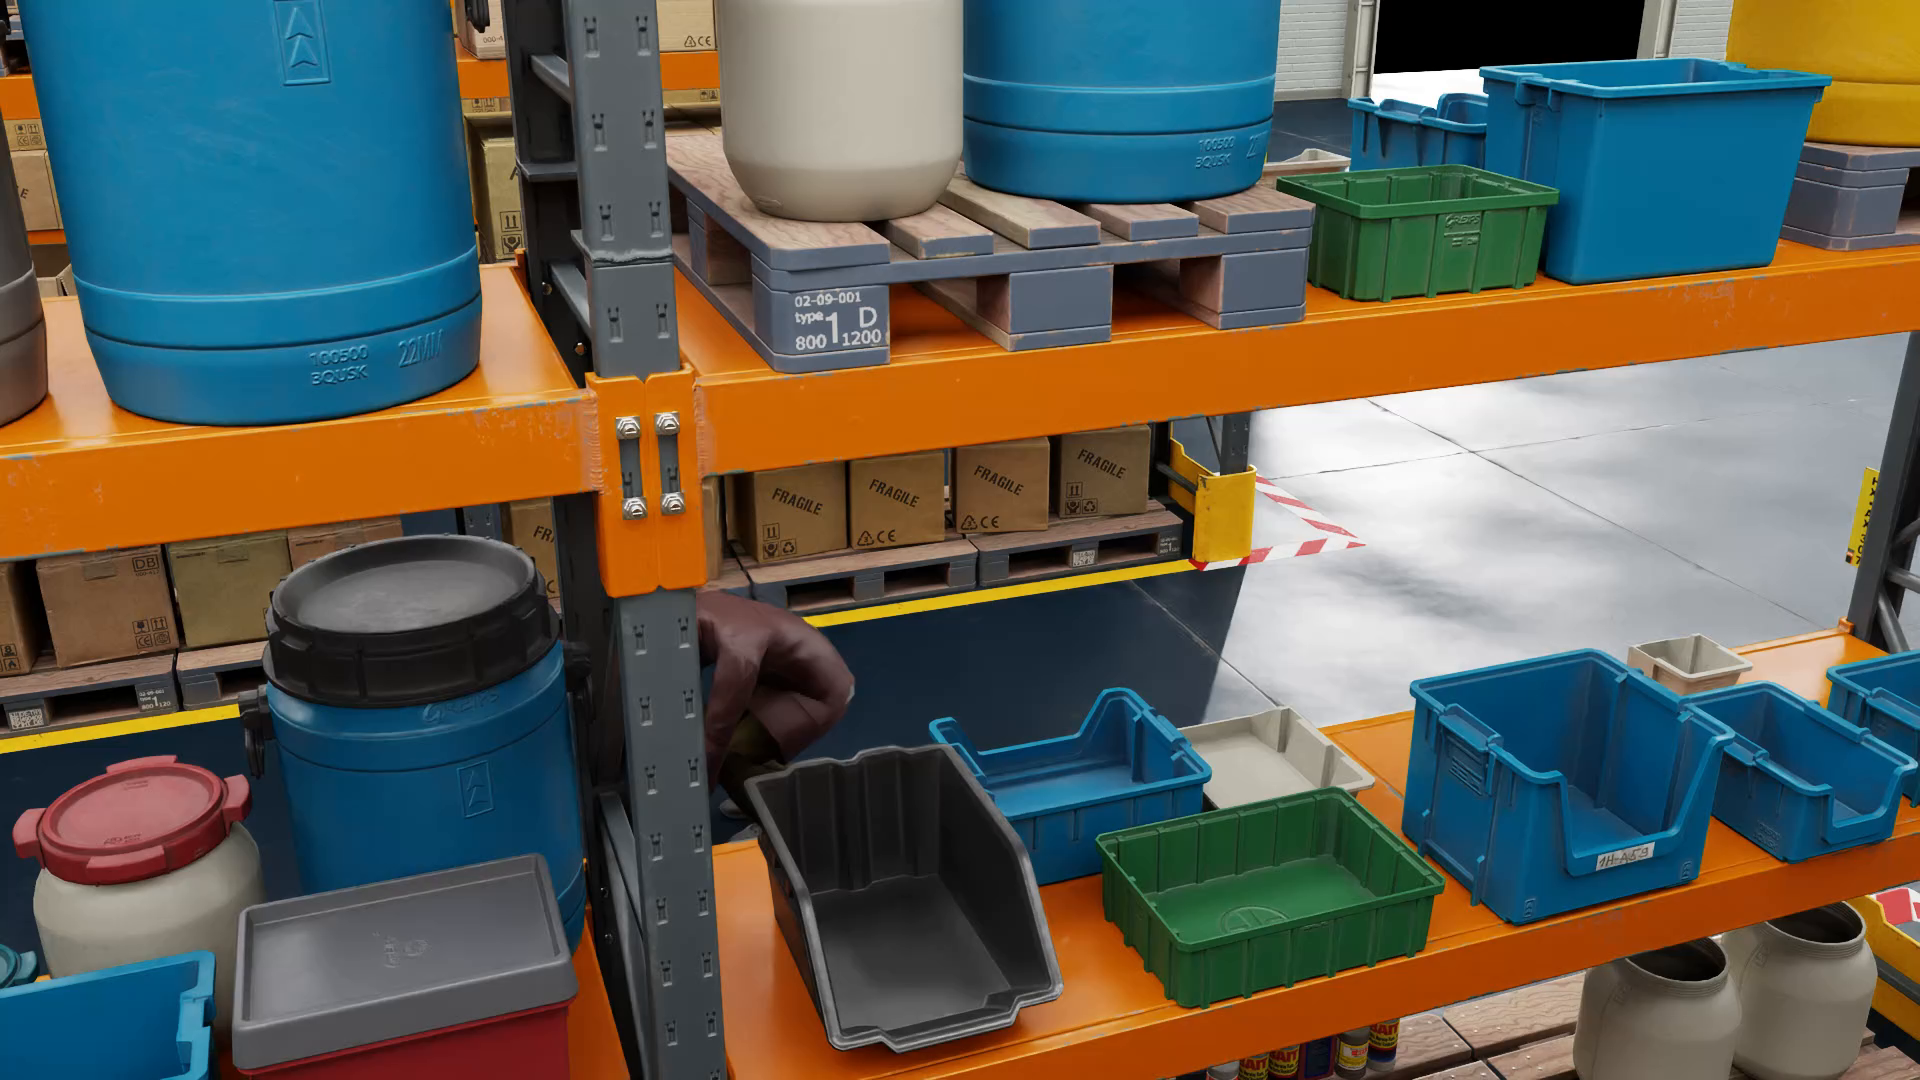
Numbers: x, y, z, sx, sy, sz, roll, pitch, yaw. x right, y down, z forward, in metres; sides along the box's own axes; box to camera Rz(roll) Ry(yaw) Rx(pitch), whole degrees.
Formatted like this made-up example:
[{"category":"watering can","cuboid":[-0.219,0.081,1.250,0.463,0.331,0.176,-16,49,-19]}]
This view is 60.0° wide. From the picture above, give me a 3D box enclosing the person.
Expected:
[{"category":"person","cuboid":[-0.820,0.653,6.388,0.840,1.118,0.620,-8,24,-19]}]
